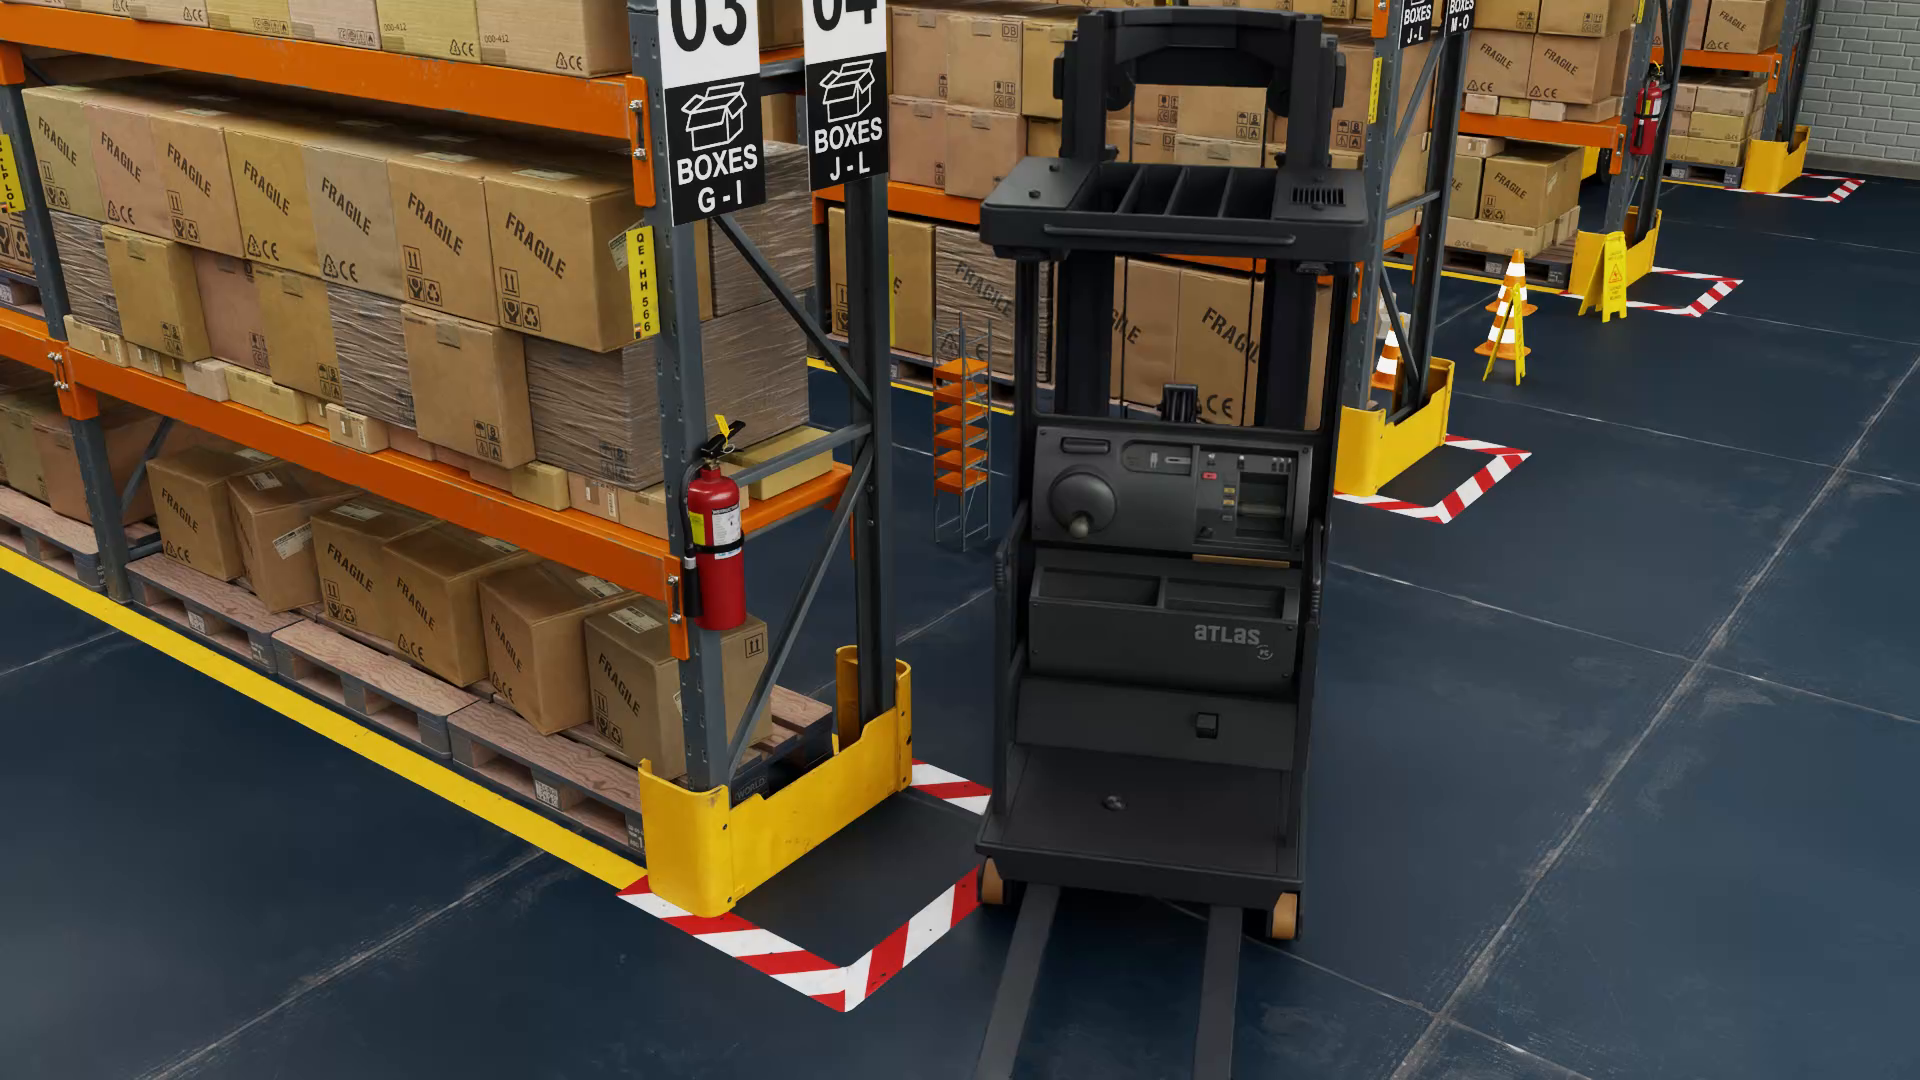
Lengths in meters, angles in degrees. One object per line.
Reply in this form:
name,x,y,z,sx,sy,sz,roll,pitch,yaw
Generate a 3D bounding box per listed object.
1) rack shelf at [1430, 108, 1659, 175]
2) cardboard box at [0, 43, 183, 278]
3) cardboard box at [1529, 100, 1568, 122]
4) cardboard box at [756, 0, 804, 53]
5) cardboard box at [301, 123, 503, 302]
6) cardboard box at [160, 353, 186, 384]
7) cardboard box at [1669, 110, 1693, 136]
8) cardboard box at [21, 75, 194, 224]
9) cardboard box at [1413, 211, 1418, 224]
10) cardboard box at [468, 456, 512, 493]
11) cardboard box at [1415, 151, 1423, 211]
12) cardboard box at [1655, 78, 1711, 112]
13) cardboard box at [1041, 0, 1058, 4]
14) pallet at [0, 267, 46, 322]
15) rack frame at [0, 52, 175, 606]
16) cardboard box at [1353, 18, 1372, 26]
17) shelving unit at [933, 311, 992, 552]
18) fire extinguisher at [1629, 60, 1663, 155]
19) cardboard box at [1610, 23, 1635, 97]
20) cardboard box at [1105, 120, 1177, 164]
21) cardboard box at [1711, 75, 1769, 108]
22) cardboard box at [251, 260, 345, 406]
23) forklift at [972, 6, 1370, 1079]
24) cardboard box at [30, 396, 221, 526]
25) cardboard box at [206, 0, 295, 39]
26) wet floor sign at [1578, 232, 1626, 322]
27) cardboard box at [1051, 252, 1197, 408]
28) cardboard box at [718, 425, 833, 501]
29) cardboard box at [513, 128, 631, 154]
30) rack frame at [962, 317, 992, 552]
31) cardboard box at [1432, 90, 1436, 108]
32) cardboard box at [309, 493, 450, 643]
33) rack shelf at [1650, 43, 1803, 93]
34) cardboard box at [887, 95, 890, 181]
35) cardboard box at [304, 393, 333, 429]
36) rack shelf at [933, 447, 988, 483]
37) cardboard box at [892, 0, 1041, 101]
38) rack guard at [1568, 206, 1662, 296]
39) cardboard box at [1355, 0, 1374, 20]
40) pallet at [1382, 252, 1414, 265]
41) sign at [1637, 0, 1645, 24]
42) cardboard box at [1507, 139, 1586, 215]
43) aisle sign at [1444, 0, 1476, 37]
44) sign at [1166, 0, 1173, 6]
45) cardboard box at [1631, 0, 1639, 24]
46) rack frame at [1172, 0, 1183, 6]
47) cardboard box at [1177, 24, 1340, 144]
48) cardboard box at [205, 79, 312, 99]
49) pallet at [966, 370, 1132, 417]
rack shelf,3.753,-3.613,14.123,4.000,0.370,1.077,17,29,33
cardboard box,-4.342,-1.933,8.152,1.000,1.000,1.000,17,29,34
cardboard box,4.657,-3.391,13.037,0.250,0.149,0.380,16,29,33
cardboard box,-0.820,-1.766,5.503,0.500,0.250,0.500,18,29,35
cardboard box,-1.980,-1.195,6.009,0.500,0.500,0.500,17,29,33
cardboard box,-3.184,-0.791,7.137,0.250,0.149,0.380,17,29,33
cardboard box,7.356,-4.366,17.207,0.500,0.250,0.500,16,29,33
cardboard box,-3.583,-1.677,7.104,0.500,0.500,0.500,17,29,33
cardboard box,3.714,-2.754,14.170,0.500,0.250,0.500,16,28,31
cardboard box,-1.563,-0.319,6.065,0.250,0.149,0.380,17,29,33
cardboard box,3.737,-3.095,14.014,0.500,0.500,0.500,16,28,32
cardboard box,7.360,-4.585,17.085,0.500,0.250,0.500,17,29,34
cardboard box,0.839,-5.084,15.555,0.500,0.500,0.500,18,29,35
pallet,-4.315,-1.373,8.383,1.213,0.211,1.003,17,29,33
rack frame,-3.791,-1.229,7.819,0.127,3.000,1.000,17,29,33
cardboard box,3.564,-4.057,13.744,0.500,0.500,0.500,17,29,34
shelving unit,0.012,-0.546,8.500,0.189,1.200,0.258,17,29,33
fire extinguisher,5.169,-3.247,12.496,0.183,0.674,0.296,17,29,33
cardboard box,5.141,-3.845,13.263,0.500,0.500,0.500,16,29,33
cardboard box,1.316,-2.283,10.025,0.550,0.550,0.875,17,29,33
cardboard box,8.056,-4.630,17.187,0.500,0.250,0.500,16,29,33
cardboard box,-2.253,-0.927,6.641,0.500,0.500,0.875,17,29,33
forklift,0.672,-0.142,5.436,1.130,2.935,3.031,5,24,11
cardboard box,-4.269,-0.442,8.587,0.500,0.500,0.700,14,28,29
cardboard box,-2.340,-1.967,5.959,0.500,0.250,0.500,16,29,32
wet floor sign,4.864,-1.990,12.467,0.267,0.644,0.232,-15,28,-30
cardboard box,1.178,-1.412,10.349,0.875,0.875,0.875,16,29,32
cardboard box,-0.675,-0.292,6.005,0.250,0.149,0.380,17,29,33
cardboard box,-1.262,-1.245,6.123,0.500,0.500,0.500,17,29,33
rack frame,0.085,-0.523,8.450,0.006,1.200,0.240,17,29,33
cardboard box,3.861,-3.652,13.630,0.250,0.149,0.380,16,29,33
cardboard box,-2.488,0.093,7.397,0.500,0.500,0.500,14,27,29
rack shelf,6.727,-5.216,17.760,4.000,0.370,1.077,17,29,33
cardboard box,-0.433,-2.788,11.171,0.550,0.550,0.875,17,29,33
cardboard box,-2.363,-0.561,6.614,0.250,0.149,0.380,17,29,33
rack shelf,0.012,-0.395,8.566,0.180,0.103,0.258,17,29,33
cardboard box,0.049,-3.172,10.703,0.550,0.550,0.875,17,29,33
rack guard,5.293,-2.333,13.426,0.348,0.500,1.175,17,29,33
cardboard box,3.628,-4.532,13.582,0.500,0.500,0.700,17,29,33
pallet,3.692,-2.704,14.626,1.213,0.211,1.003,17,29,33
sign,5.005,-3.959,12.188,0.005,0.325,0.100,17,29,33
cardboard box,4.855,-3.026,13.857,0.500,0.500,0.500,16,28,32
aisle sign,2.702,-3.107,8.857,0.004,0.787,0.394,17,29,33
sign,1.823,-4.776,14.434,0.005,0.325,0.100,17,29,33
cardboard box,6.956,-5.394,17.147,0.500,0.500,0.500,16,29,32
rack frame,2.153,-4.426,15.076,0.127,3.000,1.000,17,29,33
cardboard box,1.697,-2.606,9.418,0.550,0.550,0.875,17,29,33
cardboard box,-2.865,-1.728,7.218,0.500,0.500,0.500,17,29,33
pallet,0.807,-1.025,10.814,1.213,0.211,1.003,17,29,33
